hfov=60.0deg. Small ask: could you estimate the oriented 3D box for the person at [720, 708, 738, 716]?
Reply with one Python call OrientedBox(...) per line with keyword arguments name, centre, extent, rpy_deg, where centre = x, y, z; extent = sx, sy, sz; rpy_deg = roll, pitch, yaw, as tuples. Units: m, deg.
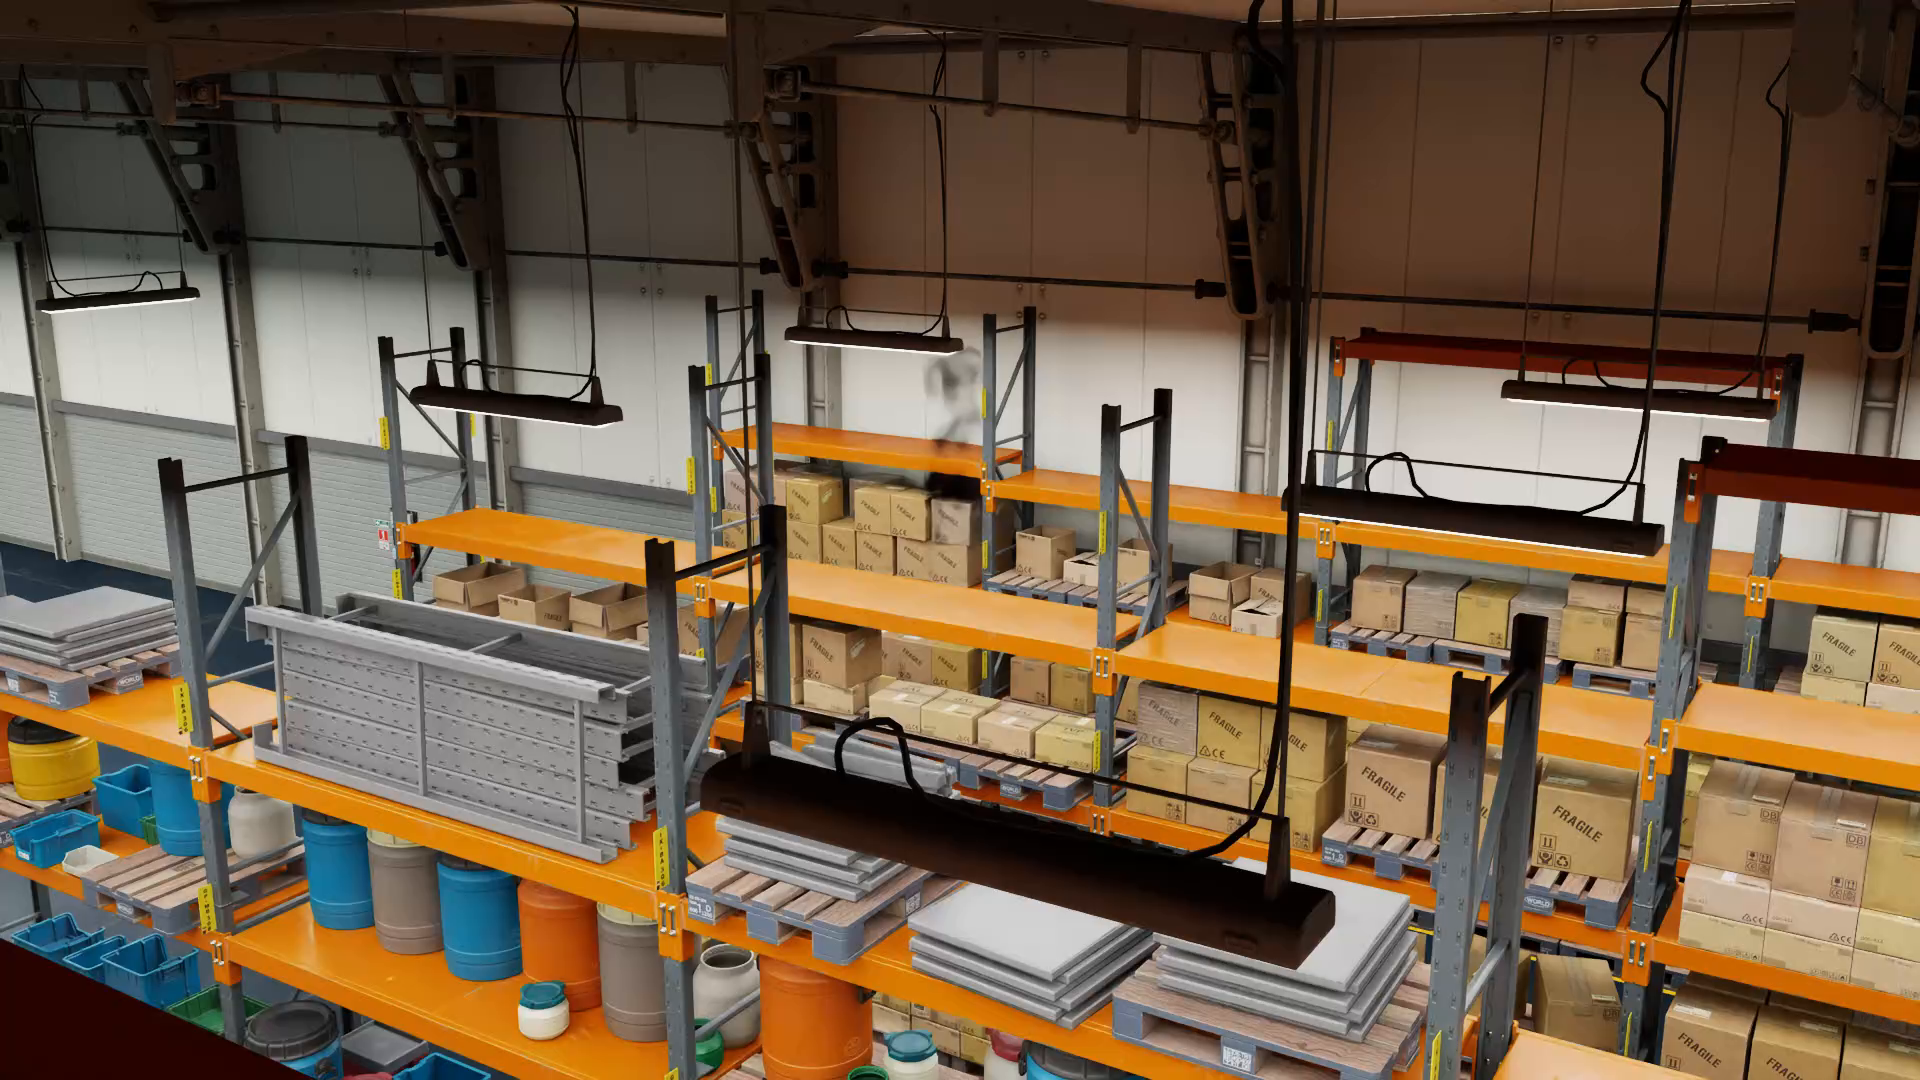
OrientedBox(name="person", centre=(-2.437, 2.675, 19.284), extent=(0.913, 1.529, 0.649), rpy_deg=(4, 14, 14))
